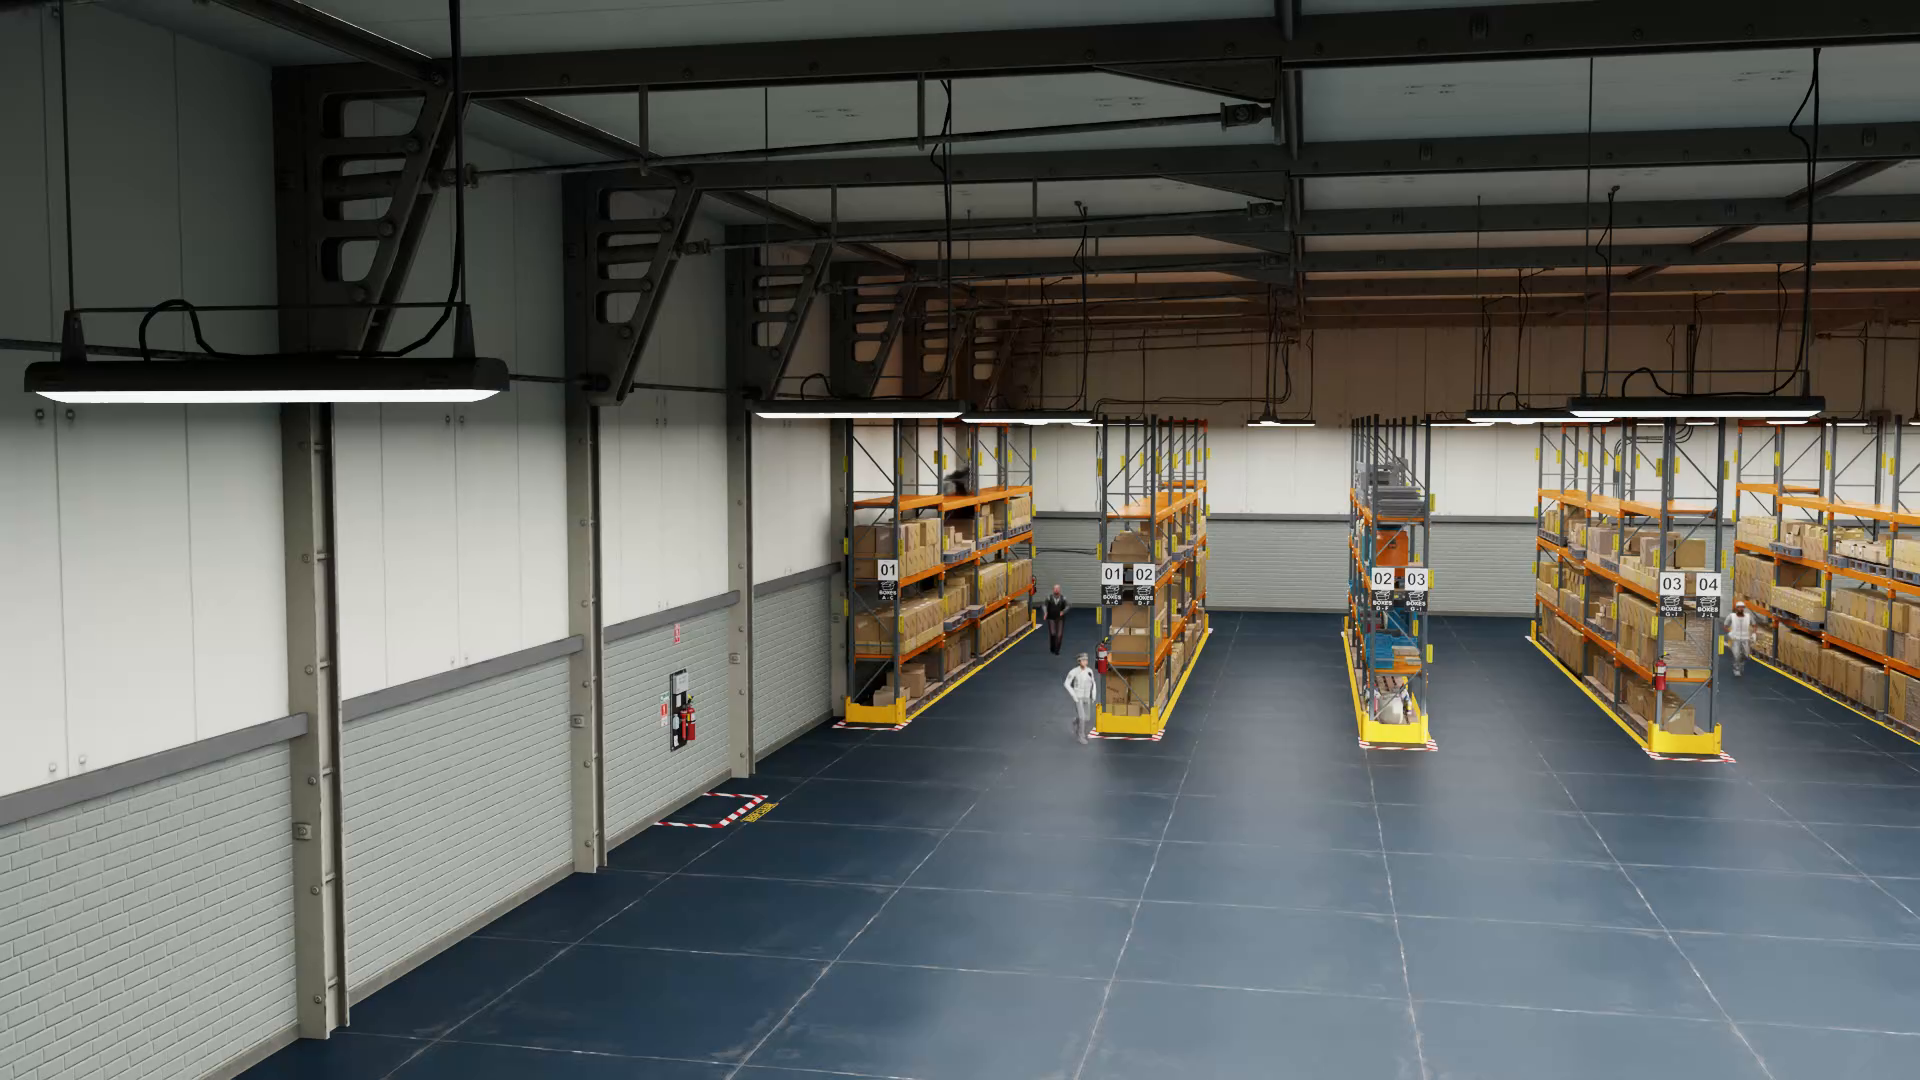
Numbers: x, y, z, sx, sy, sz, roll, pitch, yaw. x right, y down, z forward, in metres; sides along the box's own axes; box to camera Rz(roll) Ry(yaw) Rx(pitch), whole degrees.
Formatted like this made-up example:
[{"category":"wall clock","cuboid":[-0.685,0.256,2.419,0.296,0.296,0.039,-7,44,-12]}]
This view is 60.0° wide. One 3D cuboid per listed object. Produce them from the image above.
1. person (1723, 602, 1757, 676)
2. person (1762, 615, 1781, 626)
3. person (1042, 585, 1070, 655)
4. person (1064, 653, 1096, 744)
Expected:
[{"category":"person","cuboid":[18.052,2.291,38.499,0.734,1.739,0.629,1,4,14]},{"category":"person","cuboid":[21.870,1.838,44.939,0.712,1.771,0.959,-2,5,-32]},{"category":"person","cuboid":[2.310,1.931,39.972,0.658,1.693,0.541,0,4,0]},{"category":"person","cuboid":[2.201,2.878,30.512,0.626,1.651,0.609,-2,4,-26]}]
